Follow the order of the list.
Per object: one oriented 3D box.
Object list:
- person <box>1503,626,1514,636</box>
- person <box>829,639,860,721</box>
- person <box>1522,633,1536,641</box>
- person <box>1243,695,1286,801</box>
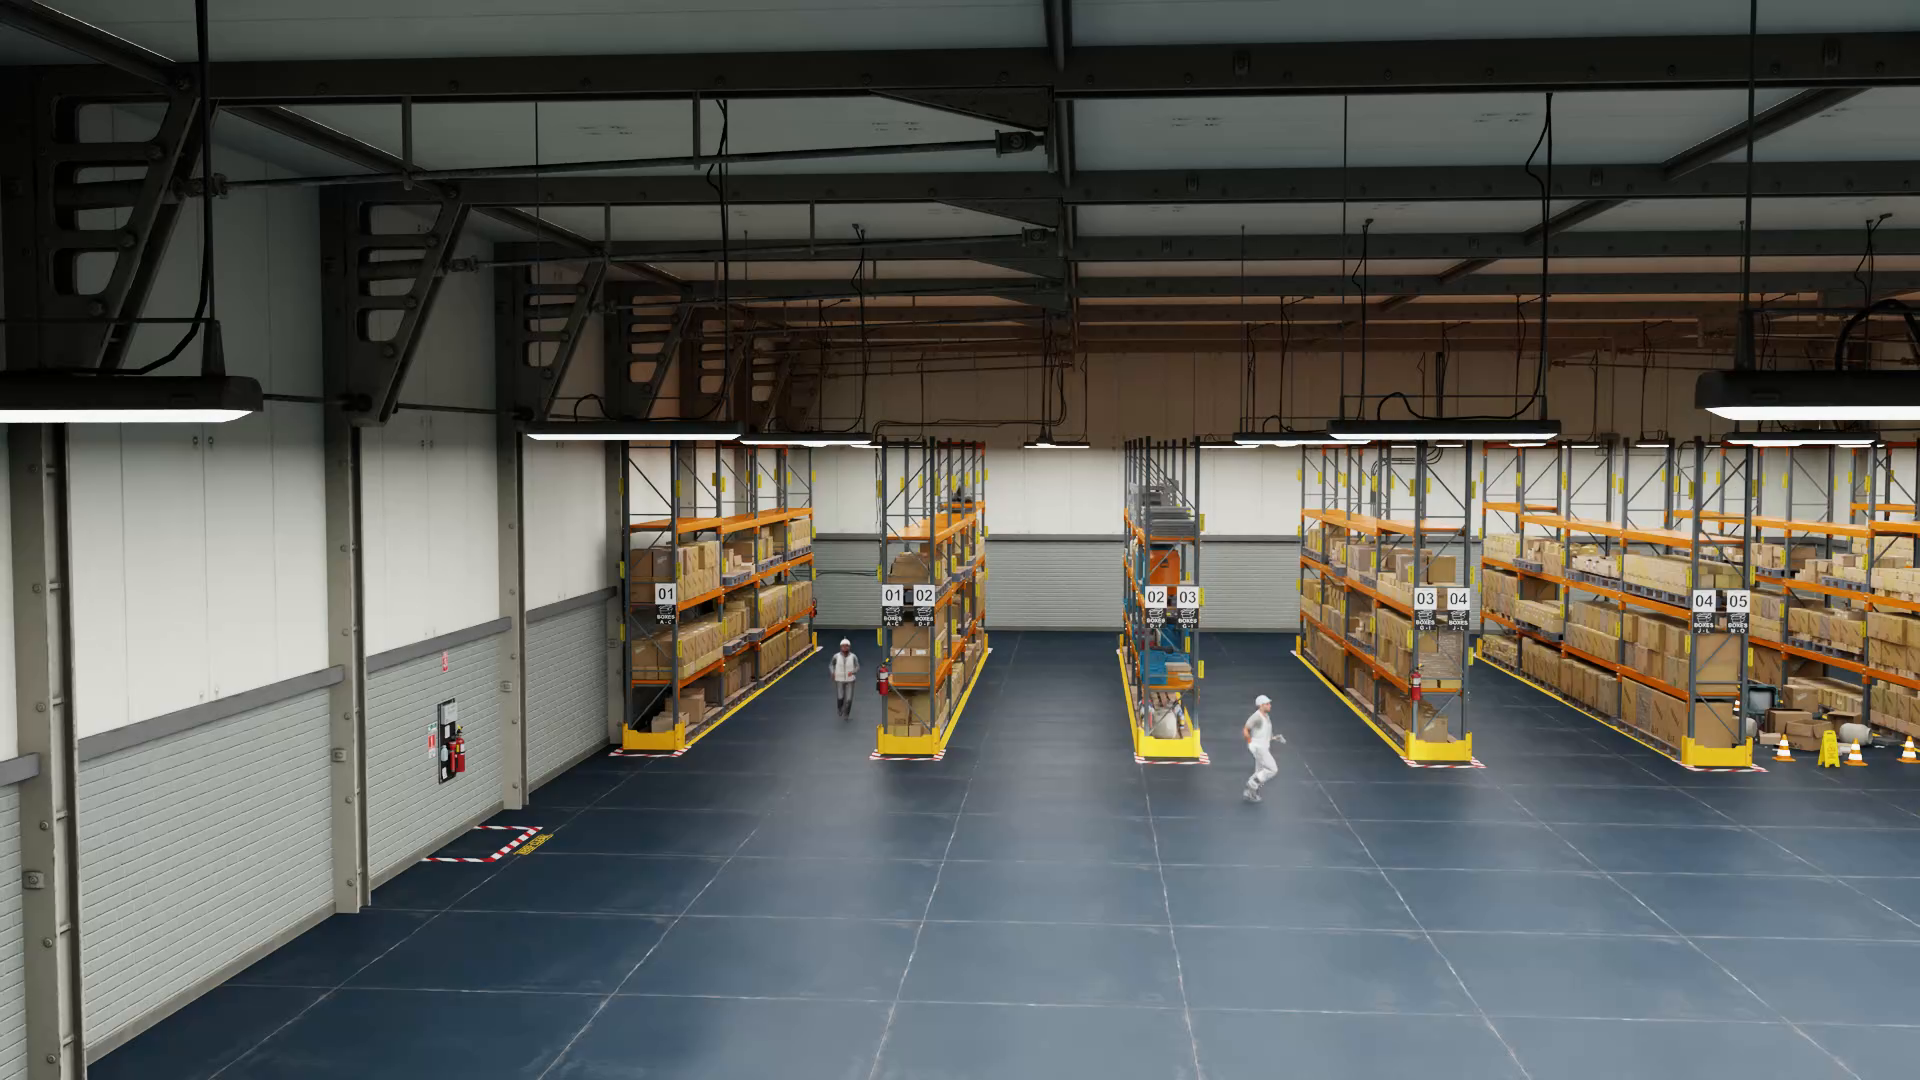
[{"bbox_3d":[15.661,2.367,47.384,0.527,1.640,0.630,2,4,35],"label":"person"},{"bbox_3d":[-2.443,2.974,35.213,0.650,1.732,0.566,0,3,-5],"label":"person"},{"bbox_3d":[16.153,2.345,47.610,0.744,1.698,0.679,0,3,-1],"label":"person"},{"bbox_3d":[4.936,3.394,27.025,0.677,1.737,0.659,1,3,24],"label":"person"}]
